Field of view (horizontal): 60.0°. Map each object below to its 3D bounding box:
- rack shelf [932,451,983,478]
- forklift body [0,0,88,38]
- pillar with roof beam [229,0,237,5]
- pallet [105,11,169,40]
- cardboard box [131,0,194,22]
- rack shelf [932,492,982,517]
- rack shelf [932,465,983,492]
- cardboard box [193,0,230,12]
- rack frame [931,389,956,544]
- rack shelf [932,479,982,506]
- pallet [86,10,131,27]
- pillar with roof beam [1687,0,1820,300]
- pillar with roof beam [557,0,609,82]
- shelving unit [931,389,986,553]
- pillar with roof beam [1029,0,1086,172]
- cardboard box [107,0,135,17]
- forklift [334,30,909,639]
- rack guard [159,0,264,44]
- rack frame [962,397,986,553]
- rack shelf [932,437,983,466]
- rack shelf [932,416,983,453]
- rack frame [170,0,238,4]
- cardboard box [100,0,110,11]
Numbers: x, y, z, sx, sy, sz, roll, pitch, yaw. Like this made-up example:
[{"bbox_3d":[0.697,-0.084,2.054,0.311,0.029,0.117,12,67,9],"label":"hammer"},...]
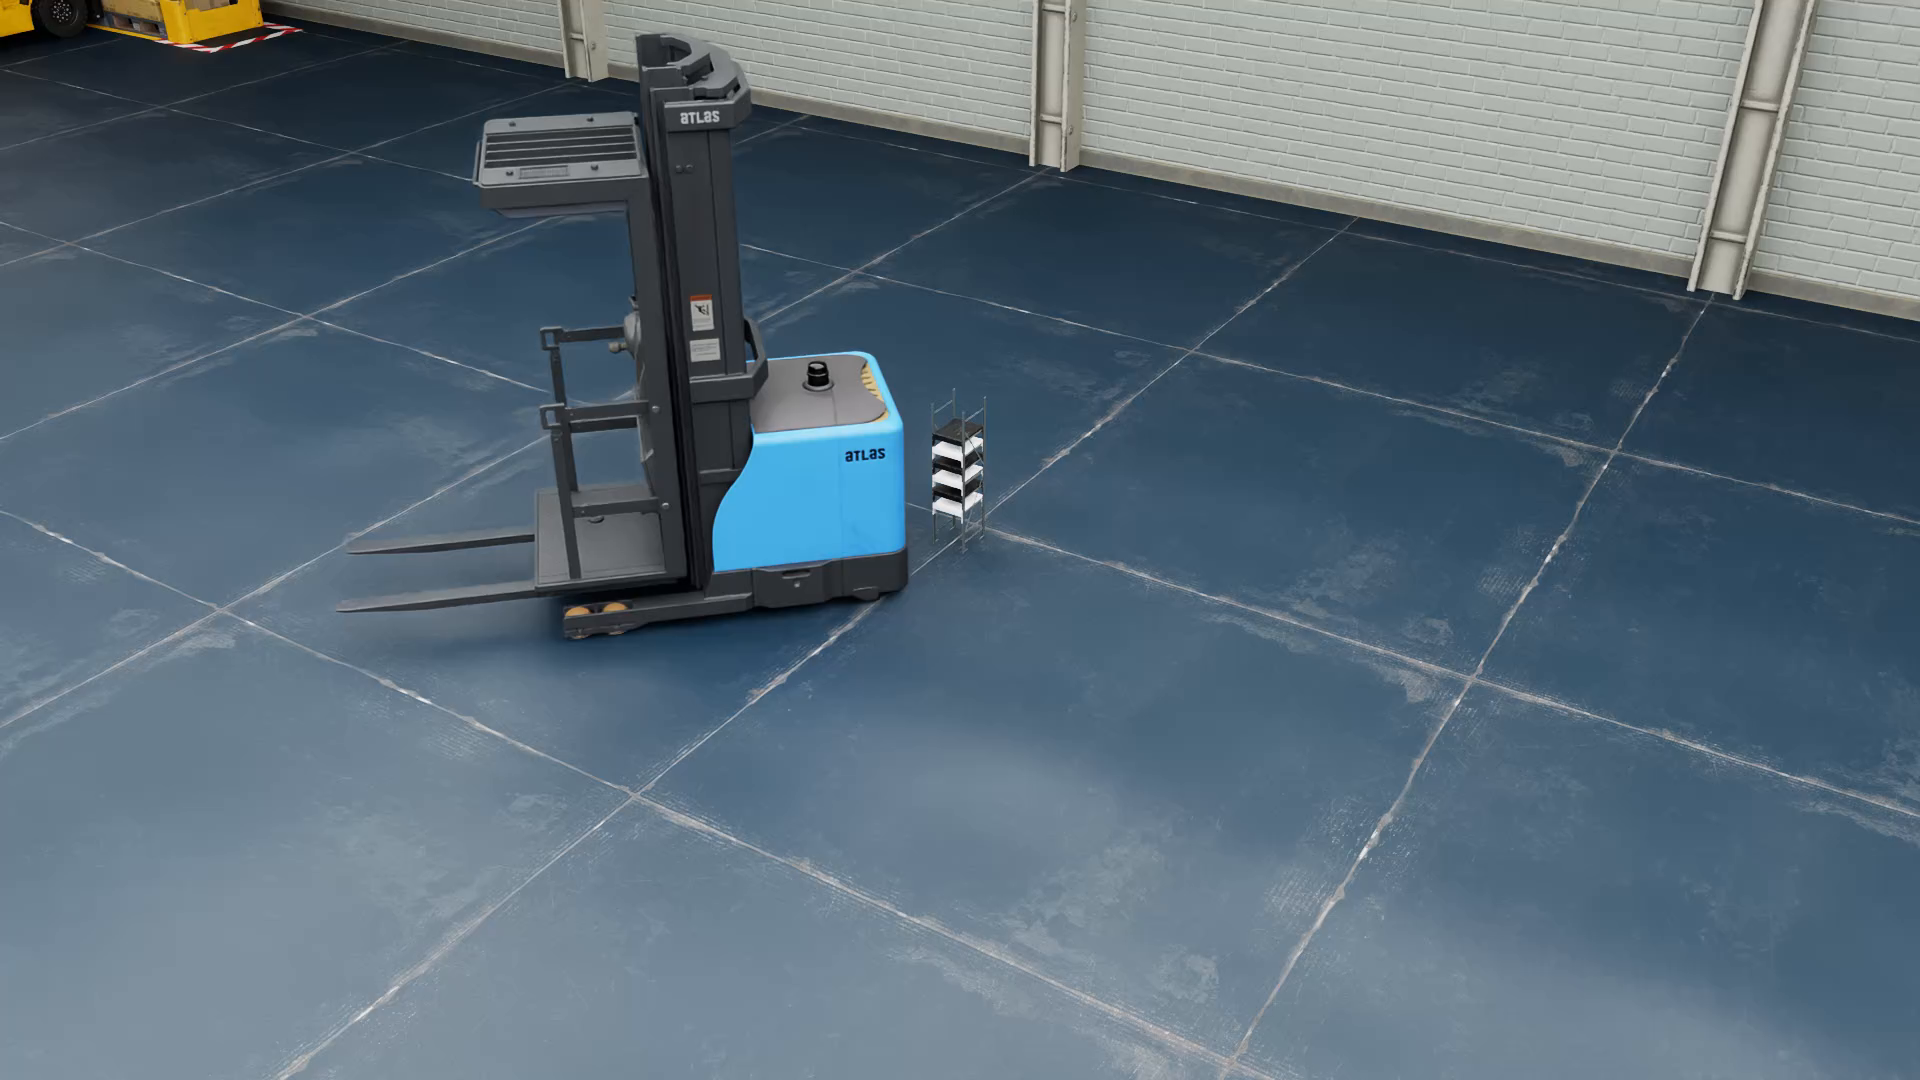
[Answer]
[{"bbox_3d":[-0.007,-0.440,9.498,0.200,0.077,0.258,18,35,27],"label":"rack shelf"},{"bbox_3d":[-11.723,-6.896,19.435,1.214,2.155,2.313,18,35,27],"label":"forklift body"},{"bbox_3d":[-11.546,-8.858,16.003,0.400,9.000,9.100,18,35,27],"label":"pillar with roof beam"},{"bbox_3d":[-9.817,-6.515,20.709,1.213,0.211,1.003,18,35,27],"label":"pallet"},{"bbox_3d":[-9.713,-6.518,20.257,0.500,0.250,0.500,18,35,28],"label":"cardboard box"},{"bbox_3d":[-0.007,-0.207,9.634,0.200,0.077,0.258,18,35,27],"label":"rack shelf"},{"bbox_3d":[-0.007,-0.362,9.544,0.200,0.077,0.258,18,35,27],"label":"rack shelf"},{"bbox_3d":[-9.459,-6.742,20.641,0.500,0.250,0.500,18,35,28],"label":"cardboard box"},{"bbox_3d":[-0.093,-0.418,9.574,0.006,0.900,0.240,18,35,27],"label":"rack frame"},{"bbox_3d":[-0.007,-0.284,9.589,0.200,0.077,0.258,18,35,27],"label":"rack shelf"},{"bbox_3d":[-10.846,-6.843,21.270,1.213,0.211,1.003,18,35,27],"label":"pallet"},{"bbox_3d":[3.700,-4.036,7.738,0.400,9.000,9.100,18,35,27],"label":"pillar with roof beam"},{"bbox_3d":[-6.464,-7.251,13.248,0.400,9.000,9.100,18,35,27],"label":"pillar with roof beam"},{"bbox_3d":[-0.007,-0.391,9.527,0.210,0.900,0.258,18,35,27],"label":"shelving unit"},{"bbox_3d":[-1.382,-5.643,10.493,0.400,9.000,9.100,18,35,27],"label":"pillar with roof beam"},{"bbox_3d":[-10.129,-6.655,20.492,0.500,0.250,0.500,18,35,27],"label":"cardboard box"},{"bbox_3d":[-1.857,-1.032,8.610,3.031,2.935,1.130,-6,31,-11],"label":"forklift"},{"bbox_3d":[-9.126,-6.447,20.304,0.348,0.500,1.175,18,35,27],"label":"rack guard"},{"bbox_3d":[0.079,-0.364,9.480,0.006,0.900,0.240,18,35,27],"label":"rack frame"},{"bbox_3d":[-0.007,-0.518,9.453,0.200,0.077,0.258,18,35,27],"label":"rack shelf"},{"bbox_3d":[-0.007,-0.595,9.408,0.200,0.077,0.258,18,35,27],"label":"rack shelf"},{"bbox_3d":[-9.147,-7.533,19.686,0.127,3.000,1.000,18,35,27],"label":"rack frame"},{"bbox_3d":[-10.548,-6.793,20.729,0.500,0.250,0.500,18,35,28],"label":"cardboard box"}]
